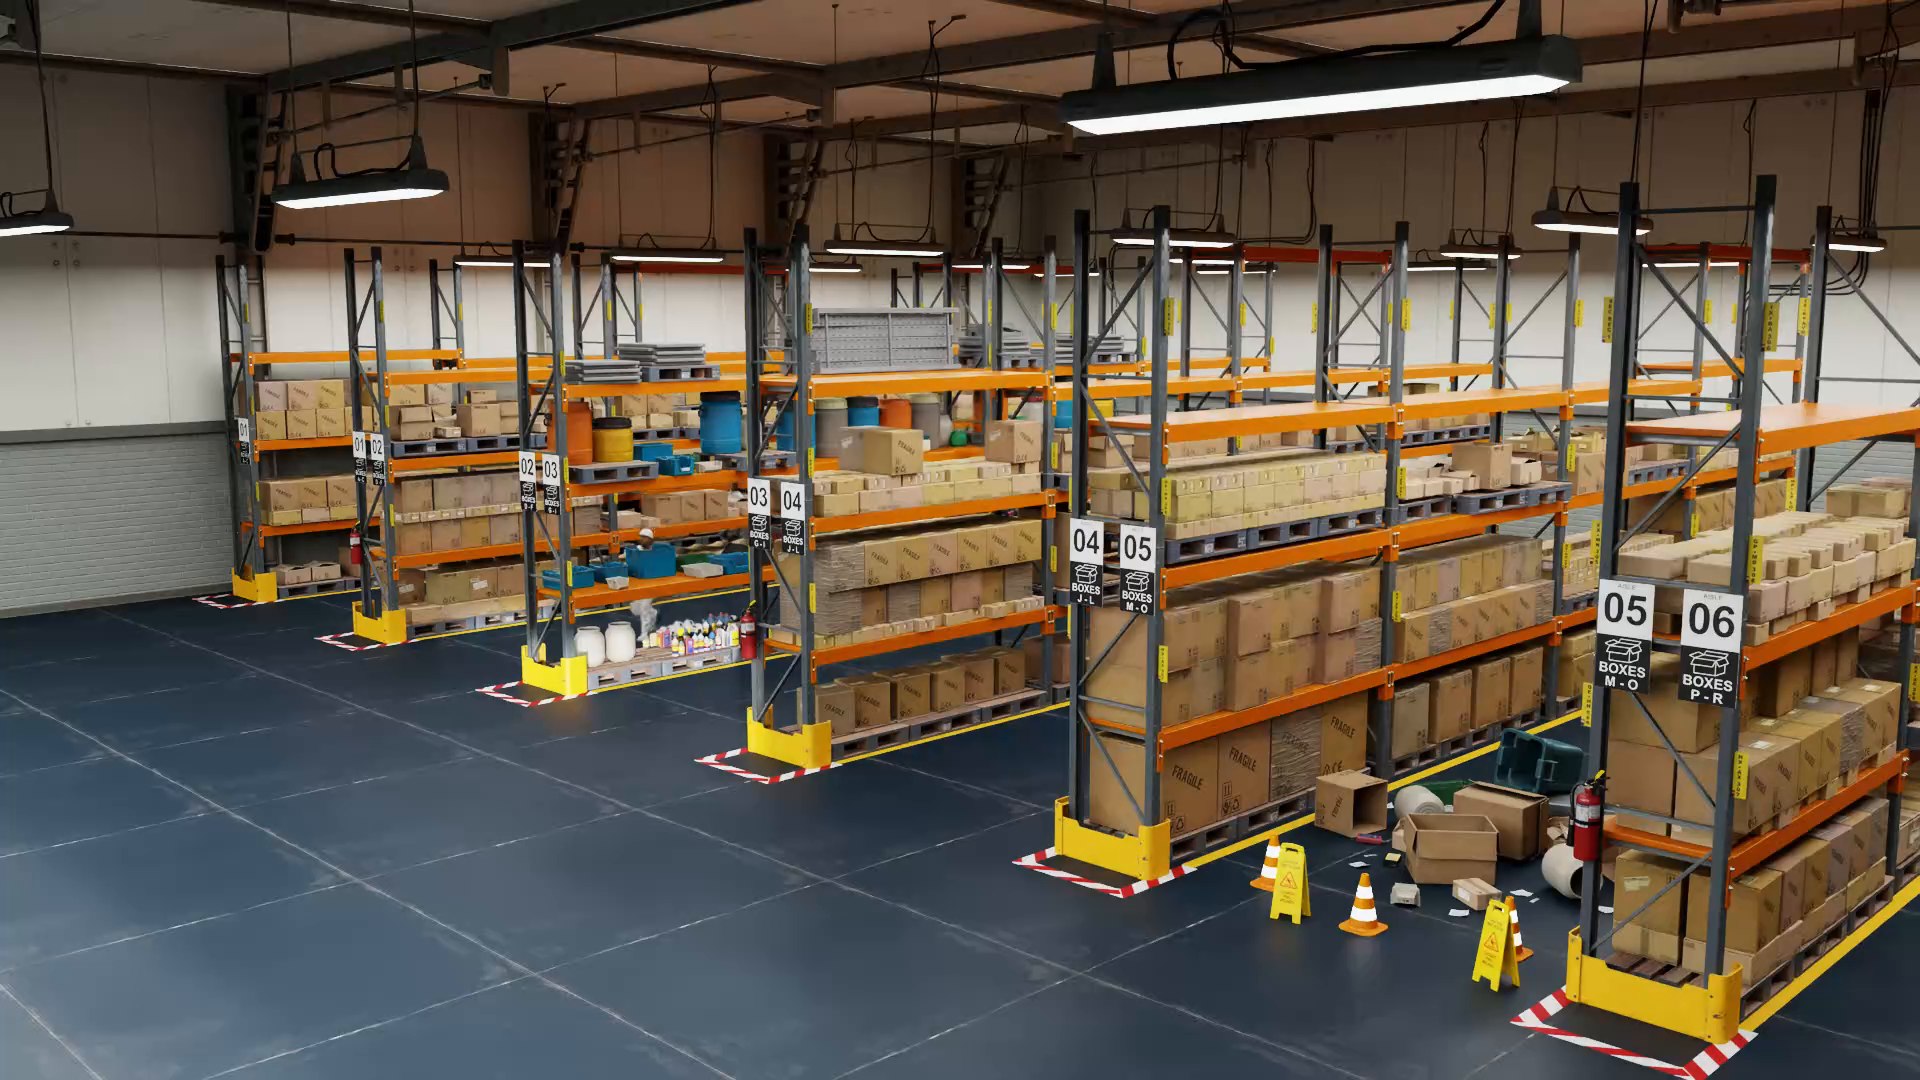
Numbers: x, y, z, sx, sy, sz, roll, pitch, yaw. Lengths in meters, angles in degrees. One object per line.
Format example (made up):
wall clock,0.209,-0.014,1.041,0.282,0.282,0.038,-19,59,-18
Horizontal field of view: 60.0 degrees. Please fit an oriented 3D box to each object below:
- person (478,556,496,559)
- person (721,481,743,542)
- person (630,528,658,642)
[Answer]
person,-8.254,0.146,29.029,0.665,1.752,1.010,6,10,37
person,-4.646,-0.437,33.982,0.503,1.617,0.682,5,9,31
person,-4.812,0.681,25.661,0.683,1.735,0.625,4,9,26
